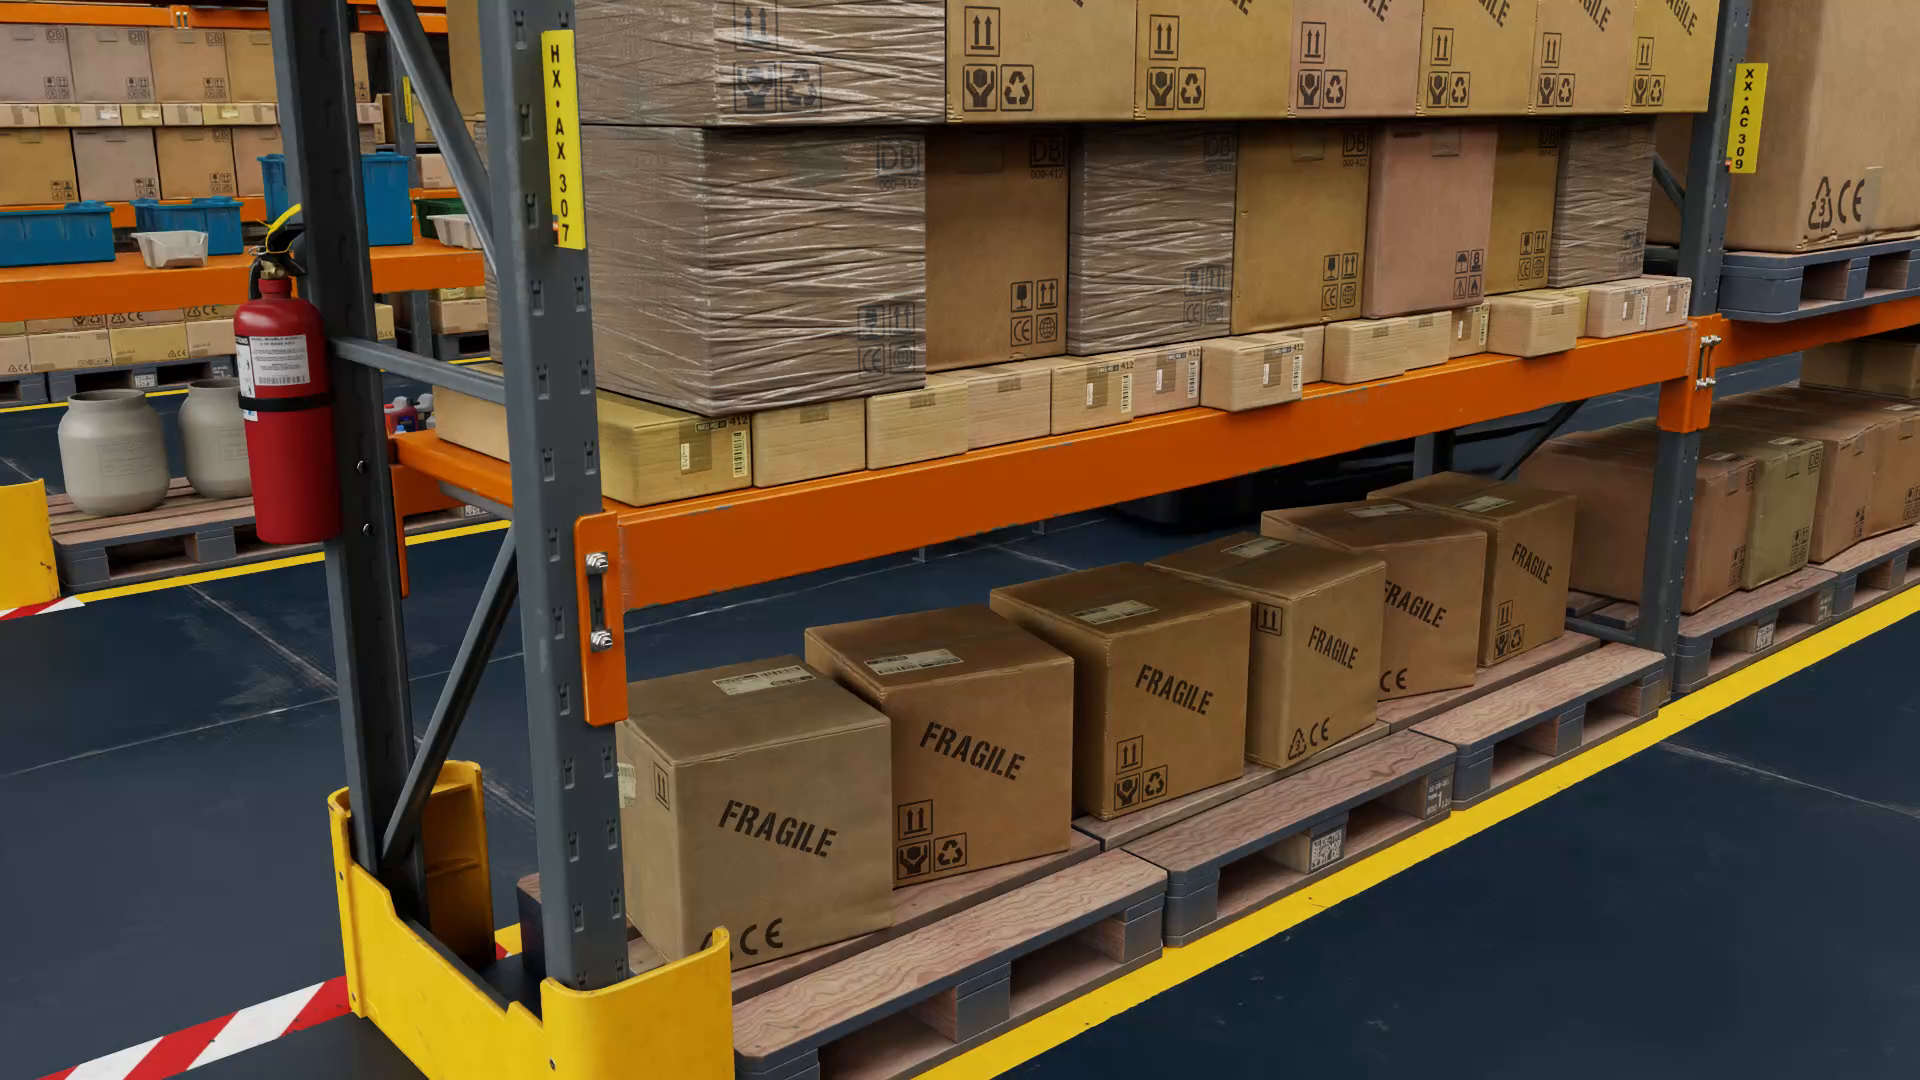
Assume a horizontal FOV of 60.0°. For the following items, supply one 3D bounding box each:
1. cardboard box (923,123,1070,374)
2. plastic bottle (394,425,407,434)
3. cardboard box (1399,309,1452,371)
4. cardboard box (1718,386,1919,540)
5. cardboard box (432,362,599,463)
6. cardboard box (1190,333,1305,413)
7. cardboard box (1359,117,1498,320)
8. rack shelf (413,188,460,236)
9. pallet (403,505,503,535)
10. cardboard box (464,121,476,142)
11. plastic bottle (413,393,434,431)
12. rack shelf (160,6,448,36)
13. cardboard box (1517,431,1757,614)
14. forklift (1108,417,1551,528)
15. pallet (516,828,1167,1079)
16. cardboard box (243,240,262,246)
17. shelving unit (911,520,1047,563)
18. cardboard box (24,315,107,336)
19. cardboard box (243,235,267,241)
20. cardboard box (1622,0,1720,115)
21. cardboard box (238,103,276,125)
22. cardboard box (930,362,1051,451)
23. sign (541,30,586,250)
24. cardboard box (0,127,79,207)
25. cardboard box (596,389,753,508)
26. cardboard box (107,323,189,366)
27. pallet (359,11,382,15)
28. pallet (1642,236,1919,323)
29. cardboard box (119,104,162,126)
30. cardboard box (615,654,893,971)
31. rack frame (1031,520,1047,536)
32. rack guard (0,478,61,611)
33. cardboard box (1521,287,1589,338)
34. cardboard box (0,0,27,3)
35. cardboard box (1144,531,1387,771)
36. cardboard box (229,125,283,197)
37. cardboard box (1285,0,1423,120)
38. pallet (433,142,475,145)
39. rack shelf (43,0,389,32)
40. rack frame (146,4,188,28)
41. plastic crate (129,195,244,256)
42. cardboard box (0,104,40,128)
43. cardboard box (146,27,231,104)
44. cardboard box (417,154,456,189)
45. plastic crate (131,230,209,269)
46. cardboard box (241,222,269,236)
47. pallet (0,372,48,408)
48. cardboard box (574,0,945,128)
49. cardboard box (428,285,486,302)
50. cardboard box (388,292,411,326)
[{"bbox_3d":[-0.238,-0.691,3.753,0.500,0.500,0.875,-13,19,-39],"label":"cardboard box"},{"bbox_3d":[-2.649,-0.408,7.899,0.097,0.271,0.097,0,15,0],"label":"plastic bottle"},{"bbox_3d":[1.103,-0.563,4.533,0.250,0.149,0.380,-13,19,-39],"label":"cardboard box"},{"bbox_3d":[3.740,-0.352,7.246,0.500,0.500,0.700,-11,18,-35],"label":"cardboard box"},{"bbox_3d":[-0.890,-0.270,3.435,0.250,0.149,0.380,-13,19,-39],"label":"cardboard box"},{"bbox_3d":[0.597,-0.419,3.991,0.250,0.149,0.380,-13,19,-39],"label":"cardboard box"},{"bbox_3d":[0.957,-0.926,4.635,0.500,0.500,0.875,-13,19,-39],"label":"cardboard box"},{"bbox_3d":[-2.943,-2.901,14.192,4.000,0.370,1.077,-13,19,-39],"label":"rack shelf"},{"bbox_3d":[-2.658,-0.284,8.405,1.213,0.211,1.003,-13,19,-39],"label":"pallet"},{"bbox_3d":[-5.441,-4.630,18.226,0.700,0.500,0.500,14,20,42],"label":"cardboard box"},{"bbox_3d":[-2.810,-0.621,8.688,0.135,0.276,0.152,-13,20,-41],"label":"plastic bottle"},{"bbox_3d":[-6.198,-5.314,17.413,4.000,0.370,1.077,-13,19,-39],"label":"rack shelf"},{"bbox_3d":[2.525,-0.085,6.248,0.700,0.500,0.500,14,21,43],"label":"cardboard box"},{"bbox_3d":[1.939,-1.741,8.589,3.031,2.935,1.130,-10,18,-32],"label":"forklift"},{"bbox_3d":[-0.276,0.901,3.969,1.213,0.211,1.003,-13,19,-39],"label":"pallet"},{"bbox_3d":[-5.043,-1.943,12.272,0.500,0.500,0.500,-13,19,-39],"label":"cardboard box"},{"bbox_3d":[-0.005,-0.723,7.552,0.755,1.500,0.431,-13,19,-39],"label":"shelving unit"},{"bbox_3d":[-6.174,-1.689,11.320,0.500,0.500,0.500,-13,19,-39],"label":"cardboard box"},{"bbox_3d":[-5.379,-2.043,12.646,0.500,0.500,0.500,-13,19,-39],"label":"cardboard box"},{"bbox_3d":[1.889,-1.526,4.942,0.500,0.500,0.500,-13,19,-39],"label":"cardboard box"},{"bbox_3d":[-5.098,-3.053,11.915,0.250,0.149,0.380,-13,20,-39],"label":"cardboard box"},{"bbox_3d":[-0.023,-0.308,3.577,0.250,0.149,0.380,-13,19,-39],"label":"cardboard box"},{"bbox_3d":[-0.613,-0.615,2.564,0.005,0.325,0.100,-13,19,-39],"label":"sign"},{"bbox_3d":[-6.338,-2.530,11.215,0.500,0.500,0.700,-12,19,-39],"label":"cardboard box"},{"bbox_3d":[-0.598,-0.183,3.111,0.250,0.149,0.380,-13,19,-39],"label":"cardboard box"},{"bbox_3d":[-5.786,-1.408,11.722,0.500,0.250,0.500,-13,19,-39],"label":"cardboard box"},{"bbox_3d":[-6.391,-5.492,17.050,1.003,0.211,1.213,-13,19,-39],"label":"pallet"},{"bbox_3d":[2.720,-0.989,6.012,1.213,0.211,1.003,-13,19,-39],"label":"pallet"},{"bbox_3d":[-5.674,-2.923,11.430,0.250,0.149,0.380,-12,19,-38],"label":"cardboard box"},{"bbox_3d":[-0.487,0.599,3.724,0.500,0.500,0.500,-9,17,-29],"label":"cardboard box"},{"bbox_3d":[0.271,-0.785,7.784,0.023,1.500,0.400,-13,19,-39],"label":"rack frame"},{"bbox_3d":[-4.194,-0.081,7.086,0.348,0.500,1.175,-13,19,-39],"label":"rack guard"},{"bbox_3d":[1.656,-0.694,5.024,0.250,0.149,0.380,-13,19,-39],"label":"cardboard box"},{"bbox_3d":[-8.708,-5.062,14.845,0.500,0.500,0.500,-14,20,-41],"label":"cardboard box"},{"bbox_3d":[0.876,0.303,4.832,0.500,0.500,0.500,14,20,42],"label":"cardboard box"},{"bbox_3d":[-5.176,-2.791,12.192,0.500,0.500,0.700,-13,20,-40],"label":"cardboard box"},{"bbox_3d":[0.756,-1.272,3.993,0.500,0.500,0.500,-13,19,-39],"label":"cardboard box"},{"bbox_3d":[-5.157,-4.317,18.470,1.003,0.211,1.213,-13,19,-39],"label":"pallet"},{"bbox_3d":[-5.961,-3.672,11.268,4.000,0.370,1.077,-13,19,-39],"label":"rack shelf"},{"bbox_3d":[-7.707,-3.873,16.439,0.127,3.000,1.000,-13,19,-39],"label":"rack frame"},{"bbox_3d":[-3.546,-1.447,7.644,0.408,0.251,0.499,-13,19,-39],"label":"plastic crate"},{"bbox_3d":[-6.254,-2.793,10.945,0.250,0.149,0.380,-14,20,-41],"label":"cardboard box"},{"bbox_3d":[-5.541,-3.338,11.726,0.500,0.500,0.700,-13,20,-39],"label":"cardboard box"},{"bbox_3d":[-4.109,-2.929,13.194,0.500,0.250,0.500,-11,19,-36],"label":"cardboard box"},{"bbox_3d":[-3.335,-1.229,7.048,0.250,0.136,0.298,-13,19,-39],"label":"plastic crate"},{"bbox_3d":[-7.162,-3.006,17.183,0.500,0.500,0.700,-12,19,-38],"label":"cardboard box"},{"bbox_3d":[-6.920,-1.023,11.169,1.213,0.211,1.003,-13,19,-39],"label":"pallet"},{"bbox_3d":[-0.376,-1.018,3.041,0.500,0.500,0.500,-13,19,-39],"label":"cardboard box"},{"bbox_3d":[-3.977,-2.077,13.139,0.500,0.311,0.500,-13,19,-39],"label":"cardboard box"},{"bbox_3d":[-4.330,-1.911,13.605,0.500,0.250,0.500,-13,20,-40],"label":"cardboard box"}]
